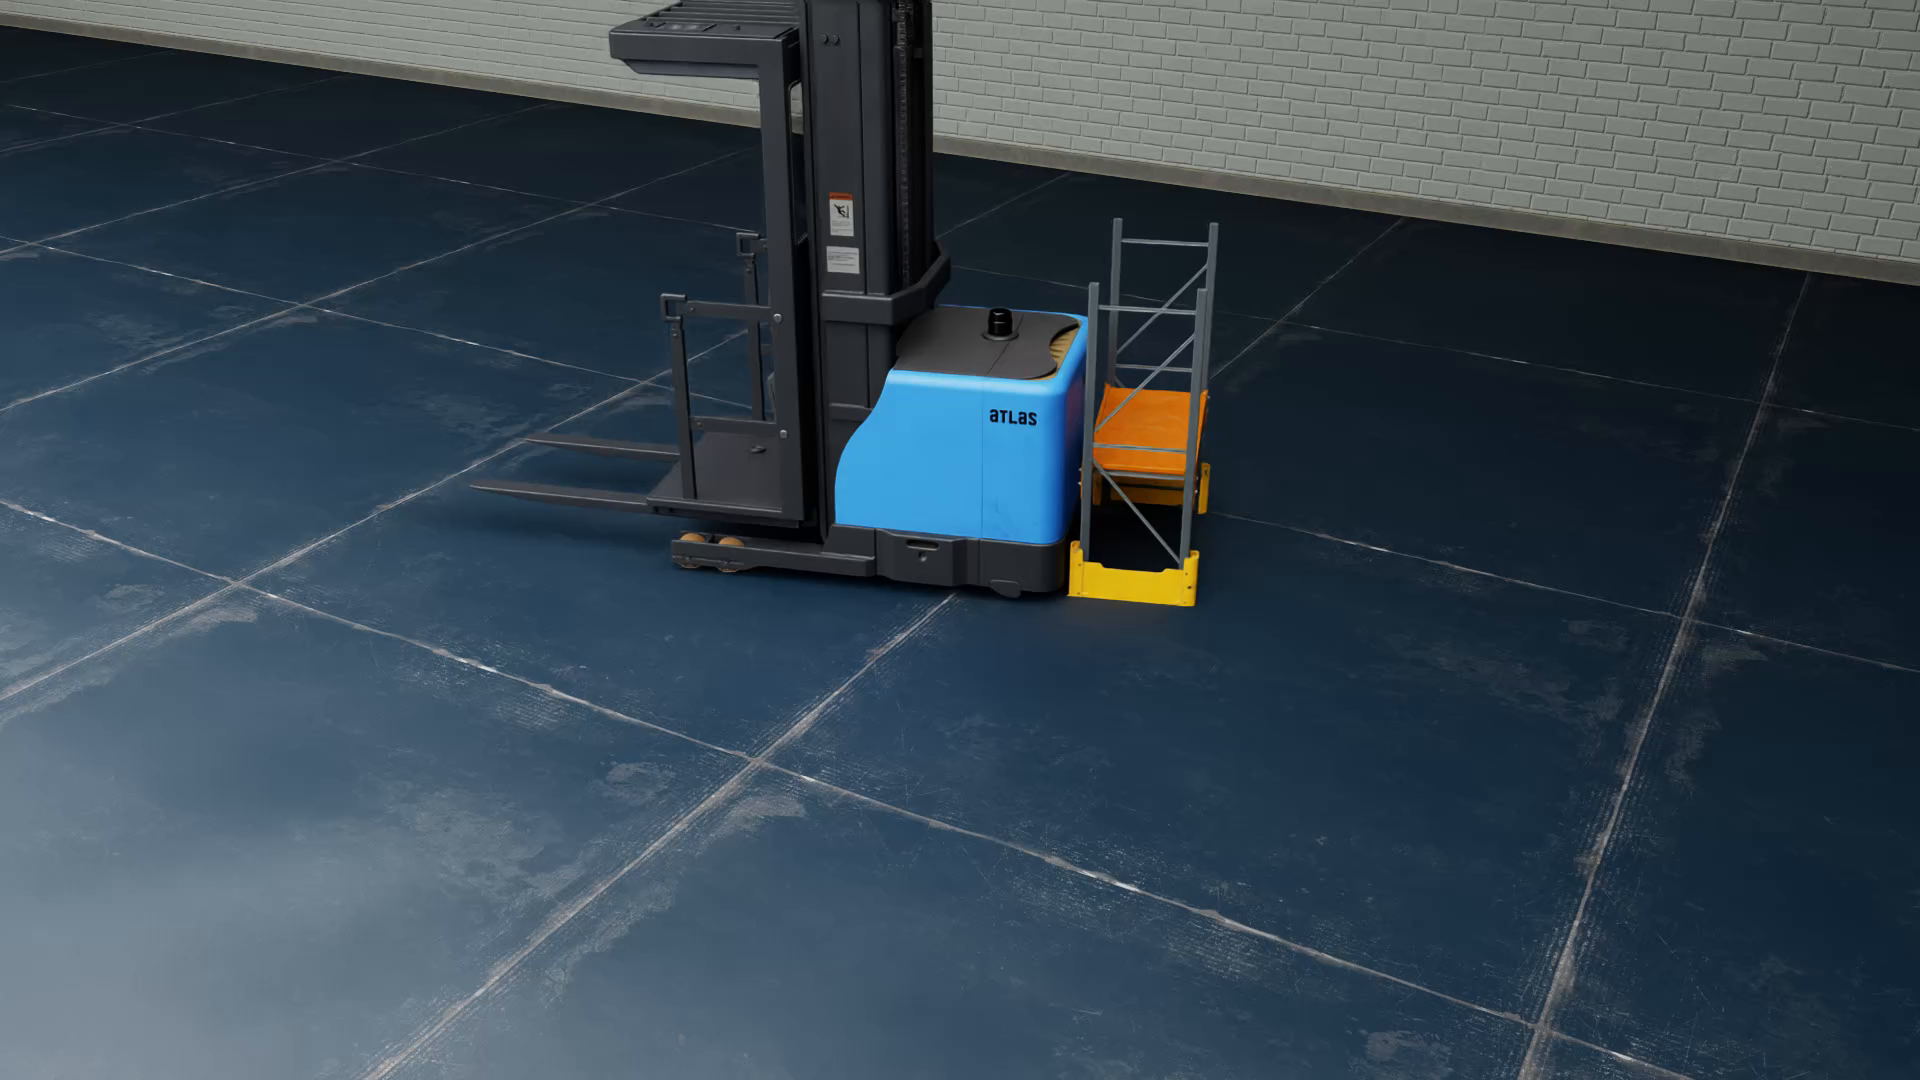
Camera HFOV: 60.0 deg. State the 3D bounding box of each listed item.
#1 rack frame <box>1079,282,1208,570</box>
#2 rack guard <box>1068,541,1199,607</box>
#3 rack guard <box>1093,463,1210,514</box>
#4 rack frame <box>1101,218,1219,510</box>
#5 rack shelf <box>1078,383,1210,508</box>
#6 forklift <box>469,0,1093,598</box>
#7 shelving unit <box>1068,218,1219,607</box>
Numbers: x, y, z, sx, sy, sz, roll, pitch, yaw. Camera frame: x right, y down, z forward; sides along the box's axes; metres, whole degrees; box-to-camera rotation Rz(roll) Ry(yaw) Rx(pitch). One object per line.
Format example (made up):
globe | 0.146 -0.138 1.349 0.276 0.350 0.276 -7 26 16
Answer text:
rack frame | 0.797 -0.403 7.380 0.500 1.500 0.032 5 27 9
rack guard | 0.797 0.155 7.660 0.587 0.250 0.087 5 27 9
rack guard | 0.980 -0.283 8.536 0.587 0.250 0.087 5 27 9
rack frame | 0.983 -0.850 8.273 0.500 1.500 0.032 5 27 9
rack shelf | 0.890 -0.466 7.907 0.538 0.185 1.000 5 27 9
forklift | -0.904 -1.376 7.724 3.031 2.935 1.130 6 27 11
shelving unit | 0.889 -0.623 7.818 0.587 1.500 1.083 5 27 9
